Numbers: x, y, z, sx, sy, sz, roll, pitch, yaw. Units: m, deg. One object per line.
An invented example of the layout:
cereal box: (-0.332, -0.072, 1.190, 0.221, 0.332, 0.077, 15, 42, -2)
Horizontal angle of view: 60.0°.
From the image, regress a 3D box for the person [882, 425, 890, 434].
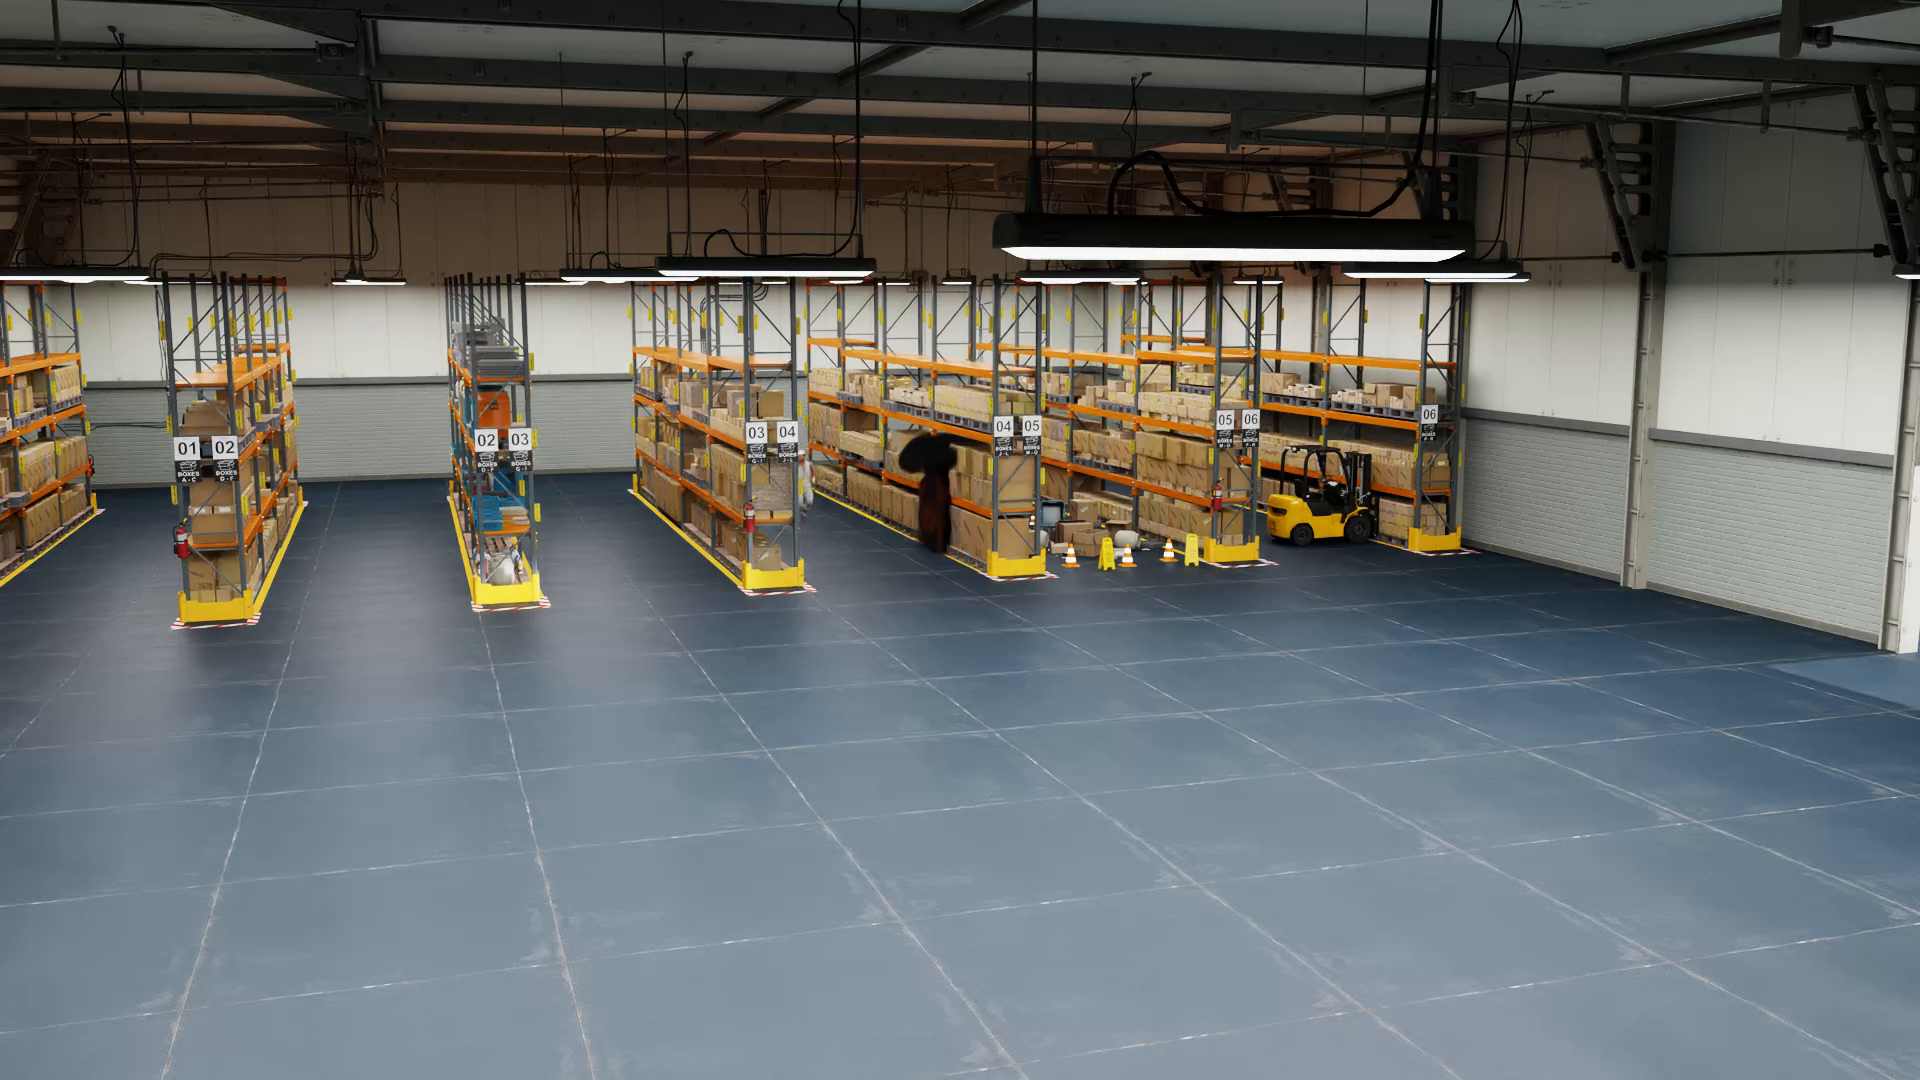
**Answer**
person: (-2.066, -2.557, 49.359, 0.930, 1.701, 0.587, 2, 9, 12)

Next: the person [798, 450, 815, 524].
person: (-3.633, -1.231, 38.627, 0.685, 1.733, 0.760, -3, 9, -21)
